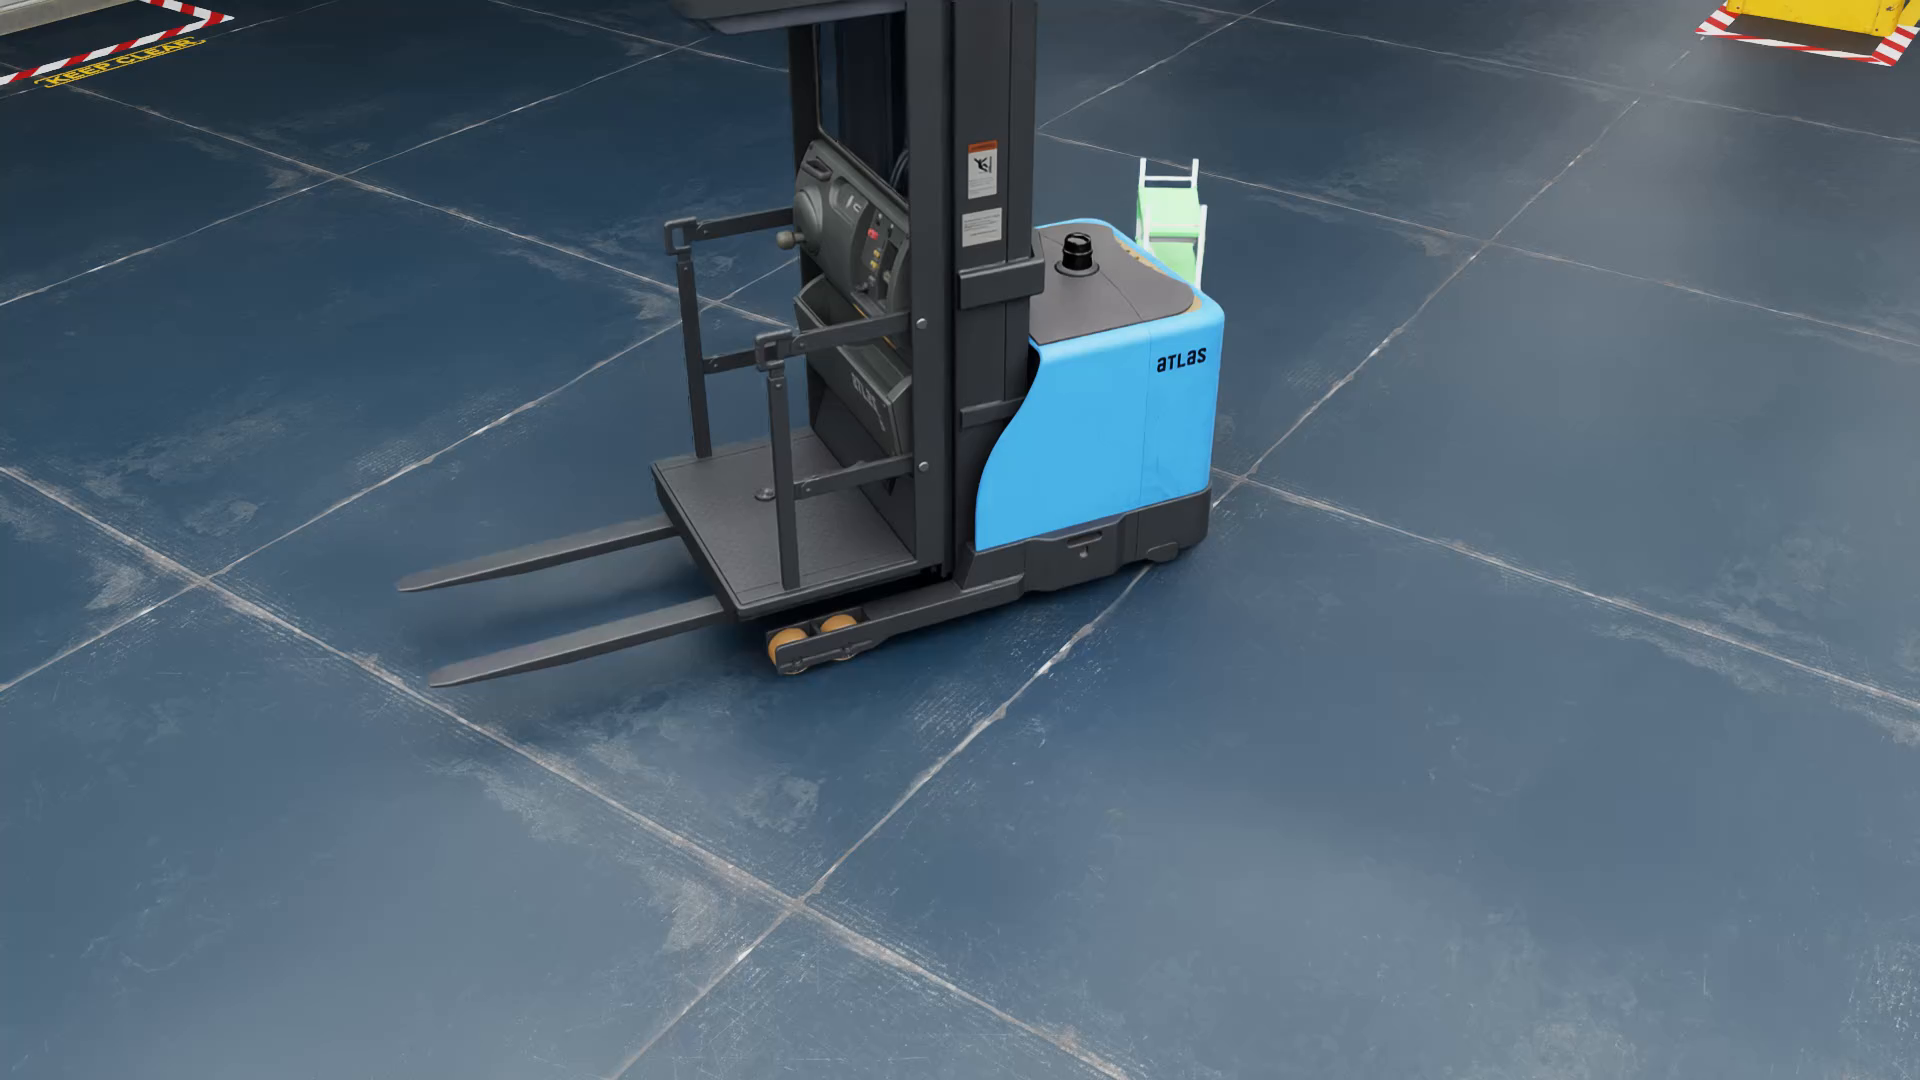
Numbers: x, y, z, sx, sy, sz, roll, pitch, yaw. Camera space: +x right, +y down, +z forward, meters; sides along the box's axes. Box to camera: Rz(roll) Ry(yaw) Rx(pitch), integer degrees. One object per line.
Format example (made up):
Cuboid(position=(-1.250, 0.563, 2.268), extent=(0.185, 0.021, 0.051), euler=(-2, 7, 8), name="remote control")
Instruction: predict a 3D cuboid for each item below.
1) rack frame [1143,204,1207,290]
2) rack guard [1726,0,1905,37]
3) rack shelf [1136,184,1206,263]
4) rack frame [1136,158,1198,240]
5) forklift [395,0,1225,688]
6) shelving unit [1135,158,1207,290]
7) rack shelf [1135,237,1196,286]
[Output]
Cuboid(position=(0.853, -0.824, 6.897), extent=(0.240, 1.200, 0.015), euler=(2, 34, 2), name="rack frame")
Cuboid(position=(6.433, -4.156, 12.449), extent=(1.175, 0.500, 0.348), euler=(21, 39, 28), name="rack guard")
Cuboid(position=(0.865, -1.305, 6.866), extent=(0.258, 0.148, 0.480), euler=(2, 34, 2), name="rack shelf")
Cuboid(position=(0.878, -1.097, 7.301), extent=(0.240, 1.200, 0.015), euler=(2, 34, 2), name="rack frame")
Cuboid(position=(-0.567, -1.064, 5.708), extent=(3.031, 2.935, 1.130), euler=(-15, 37, -21), name="forklift")
Cuboid(position=(0.865, -0.960, 7.099), extent=(0.258, 1.200, 0.503), euler=(2, 34, 2), name="shelving unit")
Cuboid(position=(0.865, -1.106, 7.000), extent=(0.258, 0.148, 0.480), euler=(2, 34, 2), name="rack shelf")
